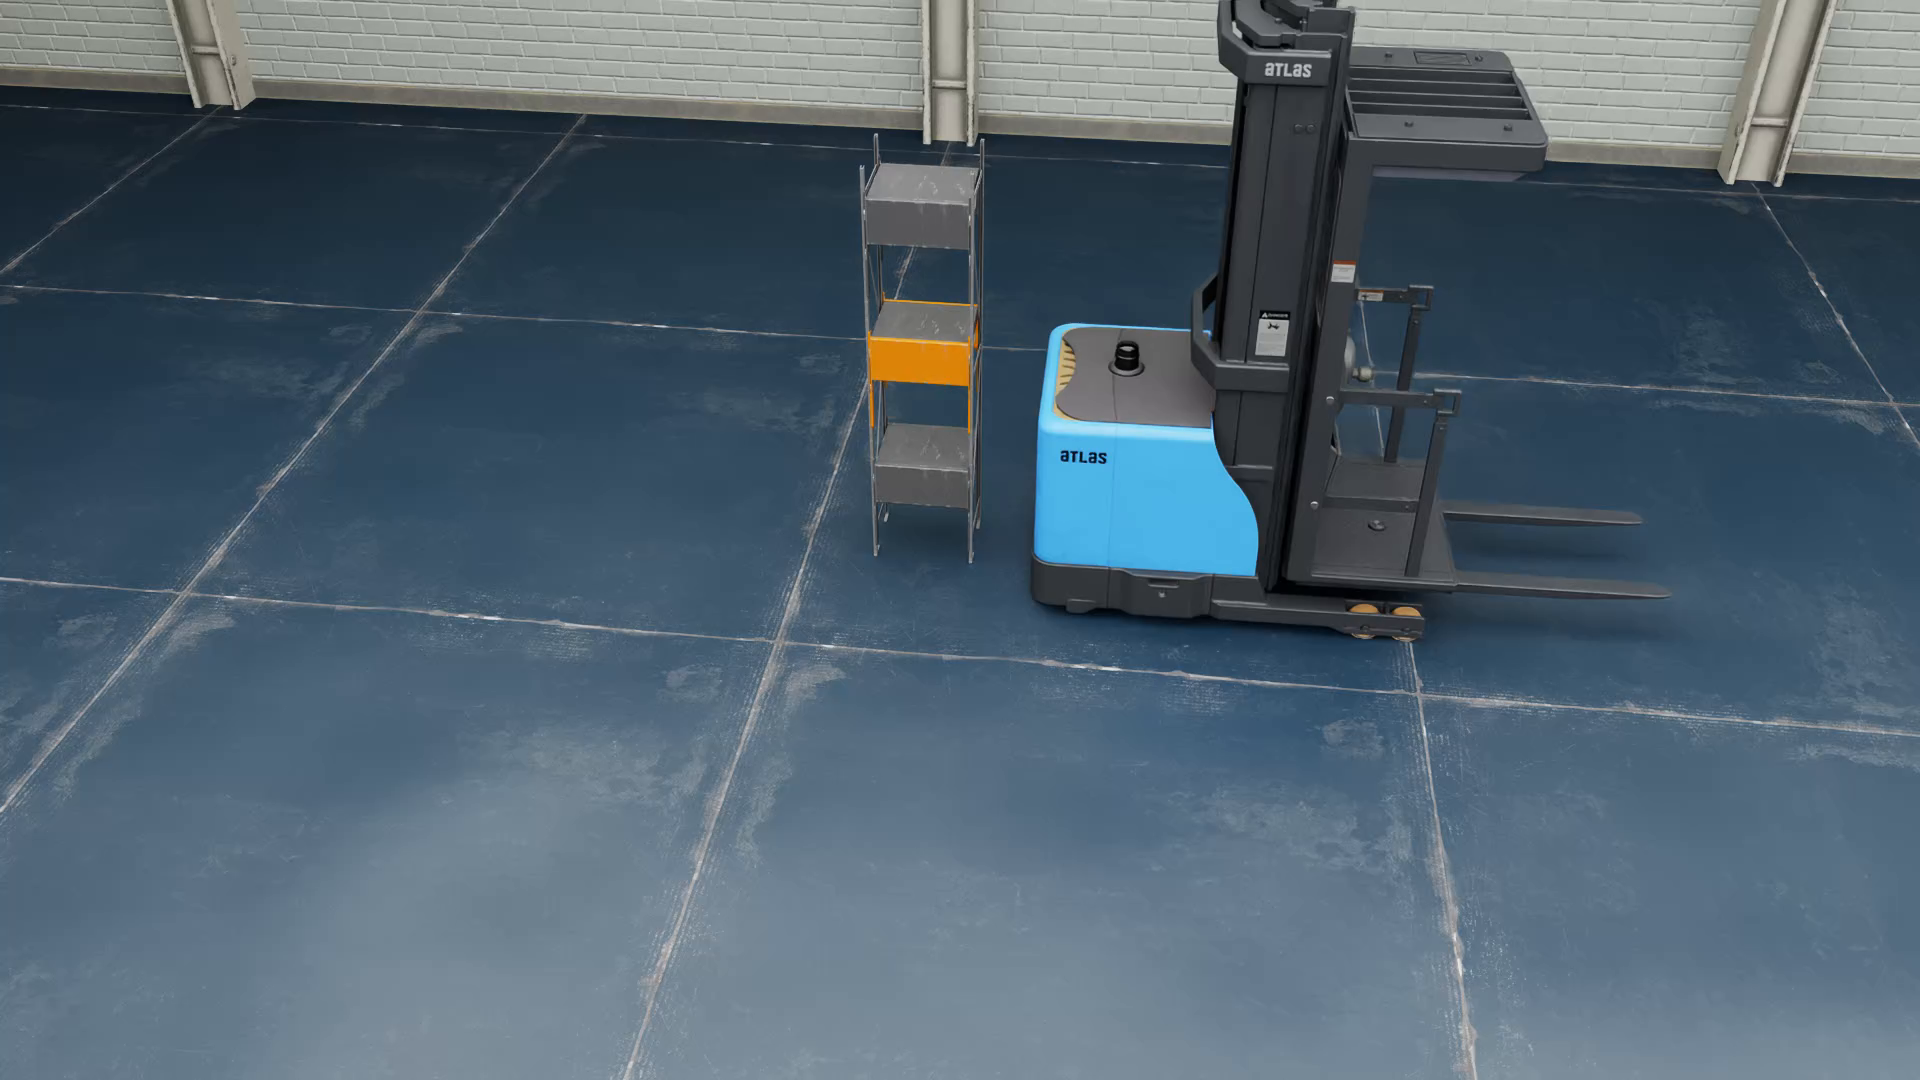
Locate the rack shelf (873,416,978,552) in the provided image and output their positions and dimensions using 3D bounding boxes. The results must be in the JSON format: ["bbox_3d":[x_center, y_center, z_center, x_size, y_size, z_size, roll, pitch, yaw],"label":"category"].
[{"bbox_3d":[-0.164,-0.286,8.429,0.480,0.518,0.431,4,36,6],"label":"rack shelf"}]

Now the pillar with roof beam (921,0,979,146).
[{"bbox_3d":[-0.619,-4.335,6.935,0.400,9.000,9.100,4,36,6],"label":"pillar with roof beam"}]

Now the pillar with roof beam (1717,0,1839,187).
[{"bbox_3d":[5.332,-3.891,6.313,0.400,9.000,9.100,4,36,6],"label":"pillar with roof beam"}]

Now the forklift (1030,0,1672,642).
[{"bbox_3d":[1.895,-1.036,7.536,3.031,2.935,1.130,4,36,5],"label":"forklift"}]

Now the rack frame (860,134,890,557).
[{"bbox_3d":[-0.406,-0.885,8.040,0.015,2.100,0.400,4,36,6],"label":"rack frame"}]

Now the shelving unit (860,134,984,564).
[{"bbox_3d":[-0.164,-0.867,8.014,0.503,2.100,0.431,4,36,6],"label":"shelving unit"}]

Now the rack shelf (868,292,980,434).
[{"bbox_3d":[-0.164,-0.856,8.022,0.480,0.518,0.431,4,36,6],"label":"rack shelf"}]

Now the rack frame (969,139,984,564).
[{"bbox_3d":[0.078,-0.849,7.989,0.015,2.100,0.400,4,36,6],"label":"rack frame"}]

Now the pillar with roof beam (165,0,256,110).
[{"bbox_3d":[-6.570,-4.779,7.557,0.400,9.000,9.100,4,36,6],"label":"pillar with roof beam"}]

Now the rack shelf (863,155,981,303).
[{"bbox_3d":[-0.164,-1.426,7.616,0.480,0.518,0.431,4,36,6],"label":"rack shelf"}]
